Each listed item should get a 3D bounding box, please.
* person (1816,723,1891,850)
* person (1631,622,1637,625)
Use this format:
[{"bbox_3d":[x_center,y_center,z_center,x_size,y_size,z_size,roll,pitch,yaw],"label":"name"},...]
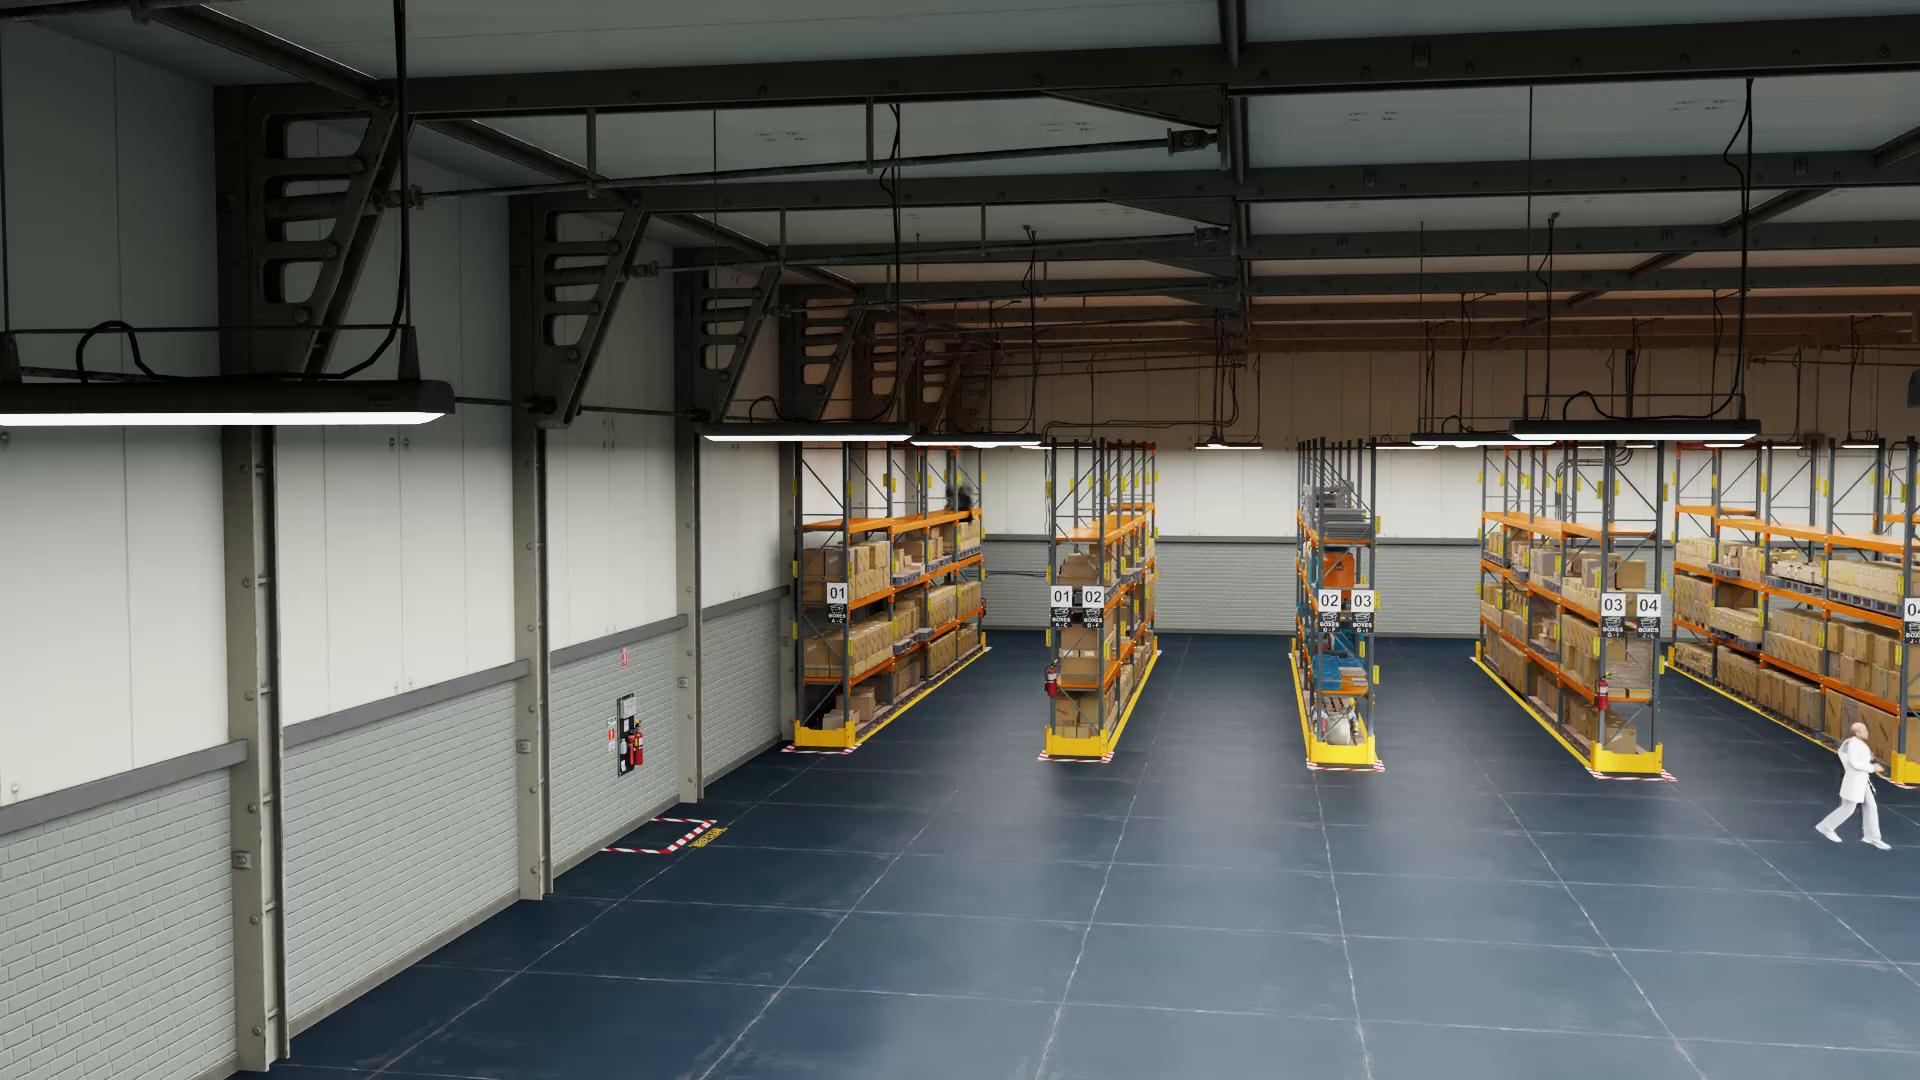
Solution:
[{"bbox_3d":[12.962,3.550,24.112,0.959,1.813,0.692,2,4,39],"label":"person"},{"bbox_3d":[17.598,2.591,43.305,0.691,1.797,0.712,1,3,17],"label":"person"}]
